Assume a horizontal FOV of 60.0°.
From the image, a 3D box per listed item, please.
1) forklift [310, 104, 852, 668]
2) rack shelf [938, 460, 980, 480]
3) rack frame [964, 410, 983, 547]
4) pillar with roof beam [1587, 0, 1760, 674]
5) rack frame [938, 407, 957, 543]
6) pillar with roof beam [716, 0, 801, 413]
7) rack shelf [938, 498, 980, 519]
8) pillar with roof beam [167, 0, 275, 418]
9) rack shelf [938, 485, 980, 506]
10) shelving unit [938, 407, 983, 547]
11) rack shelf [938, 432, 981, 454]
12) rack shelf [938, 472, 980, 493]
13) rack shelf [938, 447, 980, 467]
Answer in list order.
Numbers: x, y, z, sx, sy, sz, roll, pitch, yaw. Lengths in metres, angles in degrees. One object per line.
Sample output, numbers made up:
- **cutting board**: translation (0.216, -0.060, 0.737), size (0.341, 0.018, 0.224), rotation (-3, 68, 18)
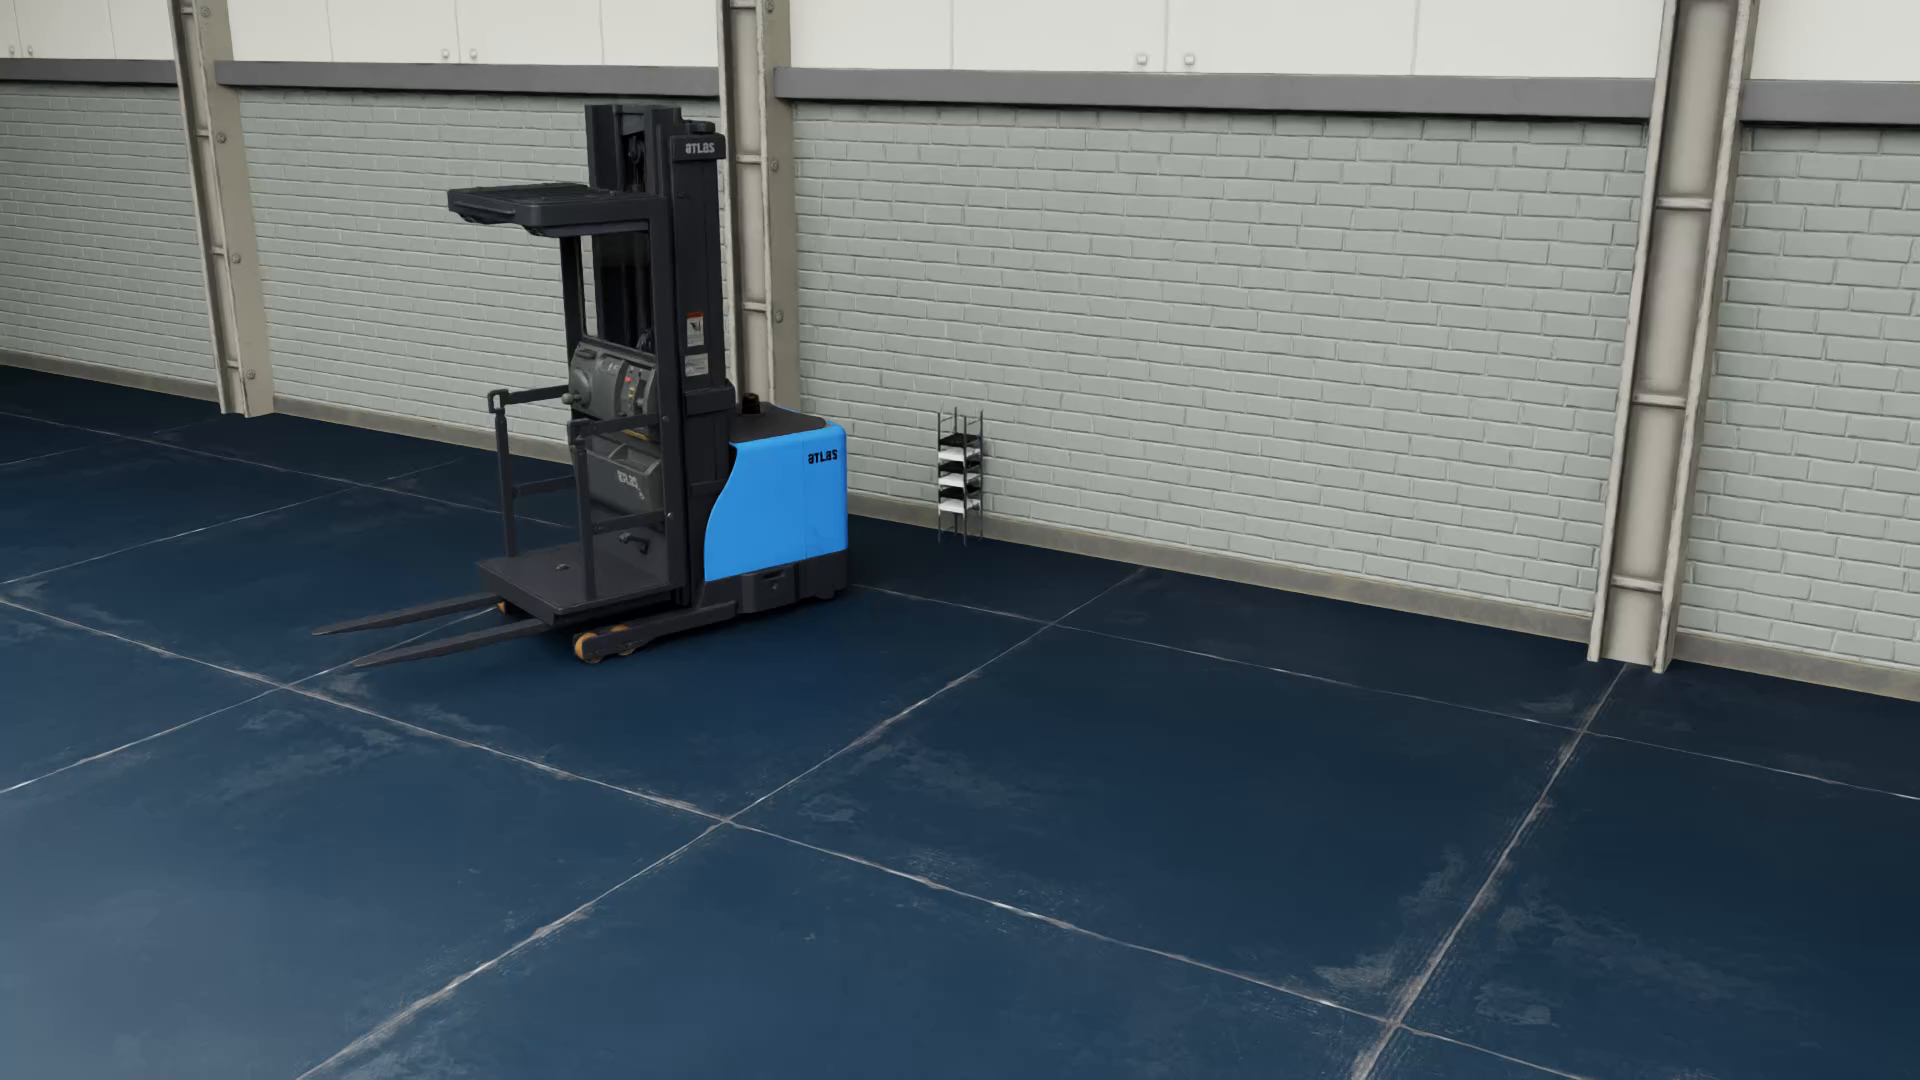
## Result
- **forklift**: translation (-2.128, -0.896, 9.288), size (3.031, 2.935, 1.130), rotation (-13, 21, -37)
- **rack shelf**: translation (0.003, -0.481, 11.220), size (0.200, 0.077, 0.258), rotation (10, 20, 30)
- **rack frame**: translation (0.090, -0.412, 11.187), size (0.006, 0.900, 0.240), rotation (10, 20, 30)
- **pillar with roof beam**: translation (1.463, -2.583, 4.403), size (0.400, 9.000, 9.100), rotation (10, 20, 30)
- **rack frame**: translation (-0.084, -0.442, 11.287), size (0.006, 0.900, 0.240), rotation (10, 20, 30)
- **pillar with roof beam**: translation (-3.650, -3.496, 7.408), size (0.400, 9.000, 9.100), rotation (10, 20, 30)
- **rack shelf**: translation (0.003, -0.223, 11.300), size (0.200, 0.077, 0.258), rotation (10, 20, 30)
- **pillar with roof beam**: translation (-8.763, -4.409, 10.412), size (0.400, 9.000, 9.100), rotation (10, 20, 30)
- **rack shelf**: translation (0.003, -0.309, 11.273), size (0.200, 0.077, 0.258), rotation (10, 20, 30)
- **shelving unit**: translation (0.003, -0.427, 11.237), size (0.210, 0.900, 0.258), rotation (10, 20, 30)
- **rack shelf**: translation (0.002, -0.653, 11.168), size (0.200, 0.077, 0.258), rotation (10, 20, 30)
- **rack shelf**: translation (0.003, -0.395, 11.247), size (0.200, 0.077, 0.258), rotation (10, 20, 30)
- **rack shelf**: translation (0.003, -0.567, 11.194), size (0.200, 0.077, 0.258), rotation (10, 20, 30)
